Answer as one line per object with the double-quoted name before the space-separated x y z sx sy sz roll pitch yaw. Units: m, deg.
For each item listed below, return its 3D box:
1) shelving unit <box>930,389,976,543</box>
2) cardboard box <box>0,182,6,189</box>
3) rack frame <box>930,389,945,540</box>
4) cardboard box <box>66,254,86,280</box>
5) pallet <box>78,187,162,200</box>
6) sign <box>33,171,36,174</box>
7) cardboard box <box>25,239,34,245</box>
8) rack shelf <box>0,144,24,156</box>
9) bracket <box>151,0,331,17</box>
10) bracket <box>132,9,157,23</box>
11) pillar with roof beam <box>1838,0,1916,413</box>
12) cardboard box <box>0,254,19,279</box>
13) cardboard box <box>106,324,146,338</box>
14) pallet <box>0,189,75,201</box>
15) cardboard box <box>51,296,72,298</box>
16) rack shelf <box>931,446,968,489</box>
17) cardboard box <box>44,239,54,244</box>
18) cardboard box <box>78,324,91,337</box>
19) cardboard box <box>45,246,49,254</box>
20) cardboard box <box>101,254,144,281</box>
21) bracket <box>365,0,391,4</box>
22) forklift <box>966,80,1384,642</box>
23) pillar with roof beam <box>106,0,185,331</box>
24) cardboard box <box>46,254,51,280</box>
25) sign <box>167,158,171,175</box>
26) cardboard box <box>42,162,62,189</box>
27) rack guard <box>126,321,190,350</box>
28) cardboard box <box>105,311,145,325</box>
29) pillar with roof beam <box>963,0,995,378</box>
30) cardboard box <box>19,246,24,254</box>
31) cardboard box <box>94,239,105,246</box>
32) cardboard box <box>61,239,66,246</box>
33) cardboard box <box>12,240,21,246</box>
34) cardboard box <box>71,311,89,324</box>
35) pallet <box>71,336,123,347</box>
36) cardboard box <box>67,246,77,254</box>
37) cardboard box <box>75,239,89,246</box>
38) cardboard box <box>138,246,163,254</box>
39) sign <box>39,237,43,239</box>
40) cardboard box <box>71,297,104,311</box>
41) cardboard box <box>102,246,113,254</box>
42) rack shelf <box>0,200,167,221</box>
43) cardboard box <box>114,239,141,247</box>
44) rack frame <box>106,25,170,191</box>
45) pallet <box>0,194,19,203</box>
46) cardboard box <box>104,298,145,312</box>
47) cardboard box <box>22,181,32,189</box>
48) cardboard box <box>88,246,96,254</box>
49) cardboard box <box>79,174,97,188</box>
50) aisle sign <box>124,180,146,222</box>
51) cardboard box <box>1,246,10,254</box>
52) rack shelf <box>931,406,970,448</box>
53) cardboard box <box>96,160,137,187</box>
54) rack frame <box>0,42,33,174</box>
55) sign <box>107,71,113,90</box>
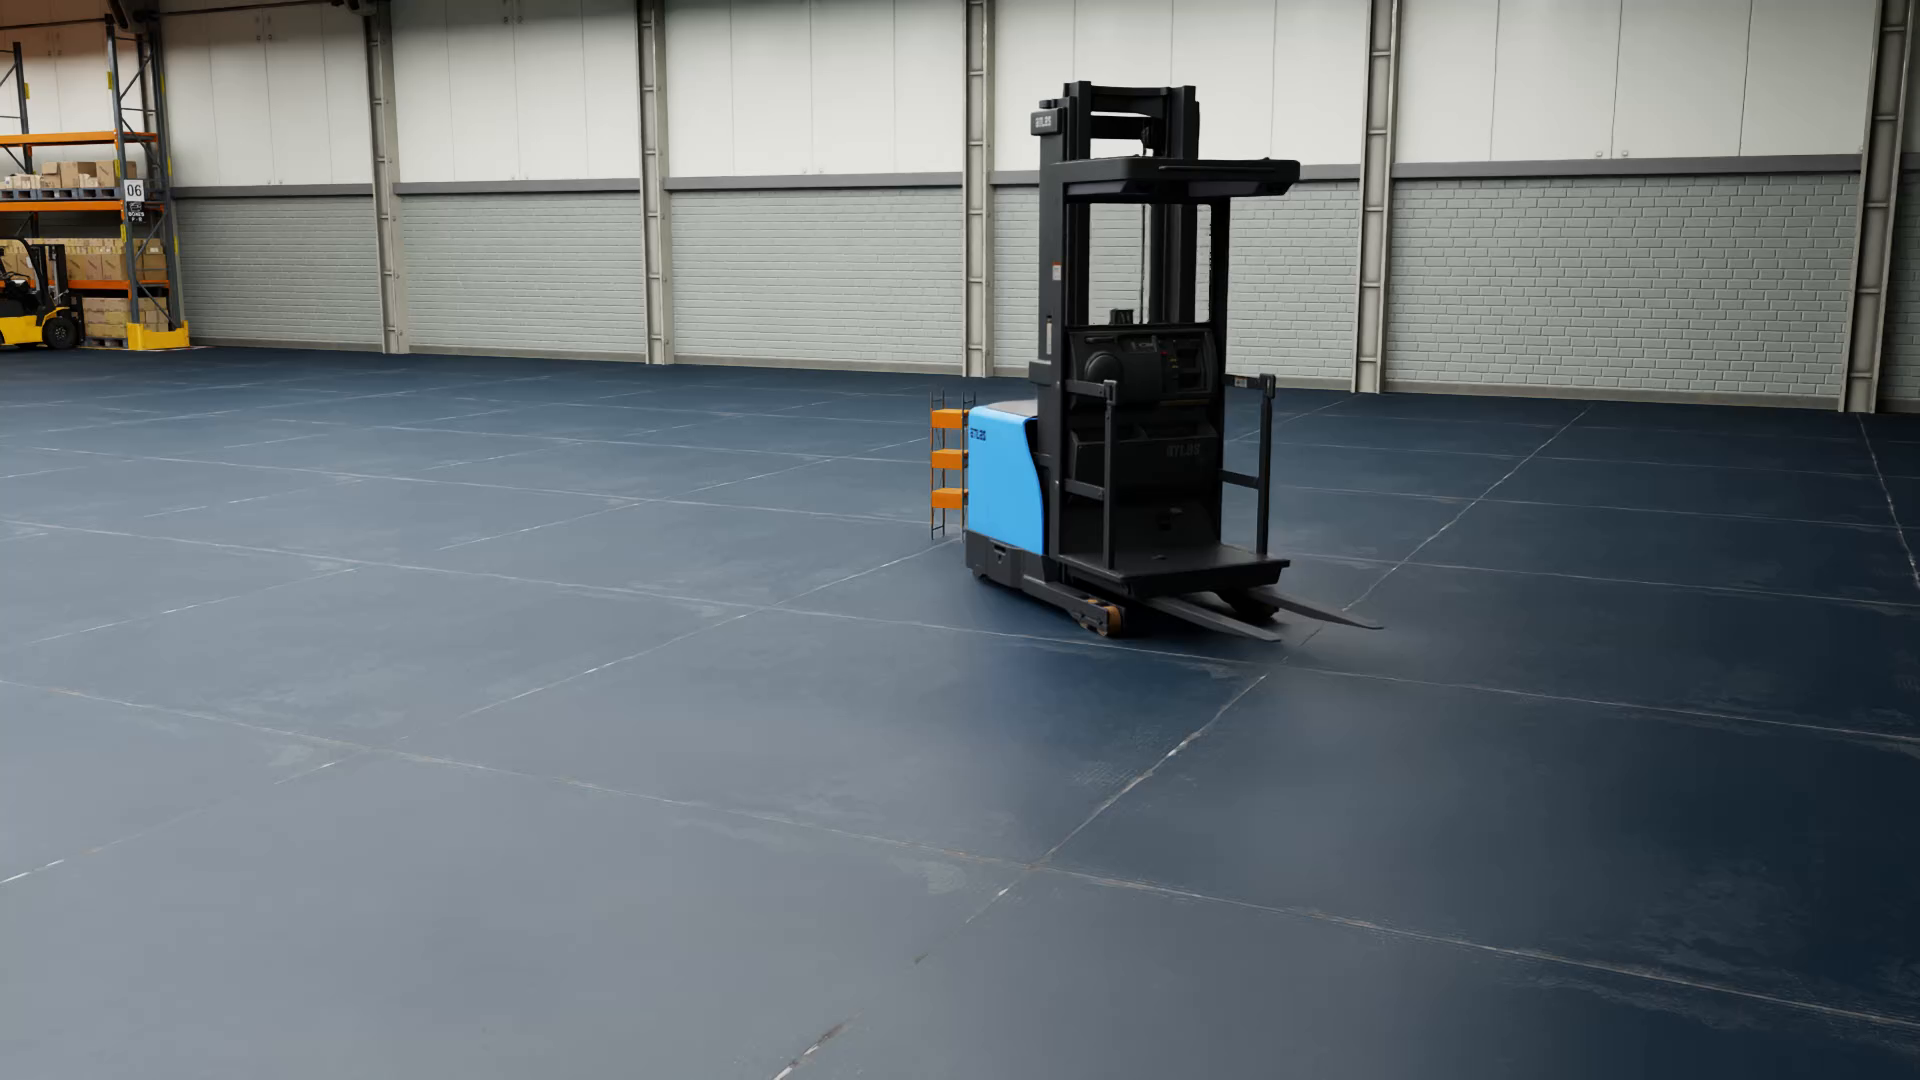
"shelving unit" -0.048 -0.521 11.660 0.252 1.050 0.215 5 11 26
"cardboard box" -18.953 -7.065 33.168 0.250 0.149 0.380 5 12 27
"rack frame" -0.157 -0.530 11.713 0.008 1.050 0.200 5 11 26
"cardboard box" -17.113 -5.354 32.611 0.500 0.500 0.500 5 11 25
"pallet" -16.257 -6.718 32.252 1.213 0.211 1.003 5 11 26
"sign" -18.977 -7.399 34.092 0.005 0.325 0.100 5 11 26
"cardboard box" -18.374 -5.921 33.088 0.250 0.149 0.380 5 12 27
"rack shelf" -21.015 -8.100 34.358 4.000 0.370 1.077 5 11 26
"bracket" -13.319 -9.854 30.801 4.783 0.066 0.076 5 11 26
"bracket" -15.645 -10.058 31.930 0.430 0.232 0.235 5 11 26
"pillar with roof beam" 9.139 -5.325 15.884 0.400 9.000 9.100 5 11 26
"cardboard box" -18.939 -5.513 33.490 0.500 0.500 0.500 5 11 24
"cardboard box" -16.195 -4.066 32.314 0.500 0.250 0.500 5 11 26
"pallet" -18.445 -6.910 33.314 1.213 0.211 1.003 5 11 26
"cardboard box" -18.021 -4.719 33.115 0.500 0.250 0.500 5 12 28
"rack shelf" -0.048 -0.510 11.662 0.240 0.259 0.215 5 11 26
"cardboard box" -17.877 -5.894 32.938 0.250 0.149 0.380 5 11 26
"cardboard box" -17.082 -4.147 32.765 0.500 0.250 0.500 5 11 26
"cardboard box" -17.917 -5.737 32.902 0.250 0.149 0.380 5 11 24
"cardboard box" -16.192 -5.272 32.154 0.500 0.500 0.500 5 11 25
"bracket" -10.264 -9.585 29.318 0.430 0.232 0.235 5 11 26
"forklift" 1.124 -1.015 9.111 1.130 2.935 3.031 -5 11 -25
"pillar with roof beam" -17.765 -7.689 28.946 0.548 9.000 9.100 5 11 26
"cardboard box" -18.010 -5.435 33.058 0.500 0.500 0.500 5 11 25
"sign" -15.383 -7.259 32.316 0.005 0.325 0.100 5 11 26
"cardboard box" -17.521 -7.153 32.658 0.637 0.503 0.797 5 12 28
"rack guard" -15.613 -3.994 32.393 0.348 0.500 1.175 5 11 26
"cardboard box" -16.209 -4.314 32.280 0.500 0.250 0.500 5 11 25
"pillar with roof beam" -1.623 -6.270 21.109 0.400 9.000 9.100 5 11 26
"cardboard box" -18.573 -5.806 33.284 0.250 0.149 0.380 5 11 26
"cardboard box" -16.530 -5.766 32.227 0.250 0.149 0.380 5 12 27
"cardboard box" -17.427 -5.855 32.720 0.250 0.149 0.380 5 11 27
"cardboard box" -18.784 -5.980 33.410 0.250 0.149 0.380 5 11 27
"cardboard box" -17.126 -4.392 32.714 0.500 0.250 0.500 5 11 25
"pallet" -17.429 -4.003 33.257 1.213 0.211 1.003 5 11 26
"cardboard box" -17.230 -5.674 32.555 0.250 0.149 0.380 5 11 26
"cardboard box" -17.003 -5.800 32.417 0.250 0.149 0.380 5 12 27
"cardboard box" -15.824 -5.662 32.491 0.250 0.149 0.380 5 11 24
"sign" -18.977 -6.094 34.329 0.005 0.325 0.100 5 11 26
"cardboard box" -17.103 -4.635 32.652 0.500 0.250 0.500 5 11 27
"cardboard box" -16.312 -5.592 32.103 0.250 0.149 0.380 5 12 27
"rack shelf" -17.428 -6.505 32.848 4.000 0.370 1.077 5 11 26
"cardboard box" -16.049 -5.735 32.057 0.250 0.149 0.380 5 11 26
"rack frame" -15.634 -8.178 31.646 0.127 3.000 1.000 5 11 26
"pallet" -20.018 -6.990 34.045 1.217 0.209 0.805 5 11 24
"cardboard box" -16.185 -4.558 32.224 0.500 0.250 0.500 5 12 28
"cardboard box" -18.264 -7.005 32.833 0.250 0.149 0.380 5 12 28
"cardboard box" -16.734 -5.643 32.388 0.250 0.149 0.380 5 11 25
"cardboard box" -16.739 -6.928 32.082 0.258 0.266 0.396 5 11 26
"aisle sign" -15.705 -6.453 31.661 0.004 0.787 0.394 5 11 26
"cardboard box" -19.052 -5.842 33.485 0.250 0.149 0.380 5 11 25
"rack shelf" -0.048 -0.790 11.611 0.240 0.259 0.215 5 11 26
"cardboard box" -16.139 -7.003 31.836 0.500 0.500 0.500 5 12 28
"rack frame" -19.221 -8.493 33.388 0.127 3.000 1.000 5 11 26
"sign" -15.887 -8.591 31.083 0.005 0.325 0.100 5 11 26
